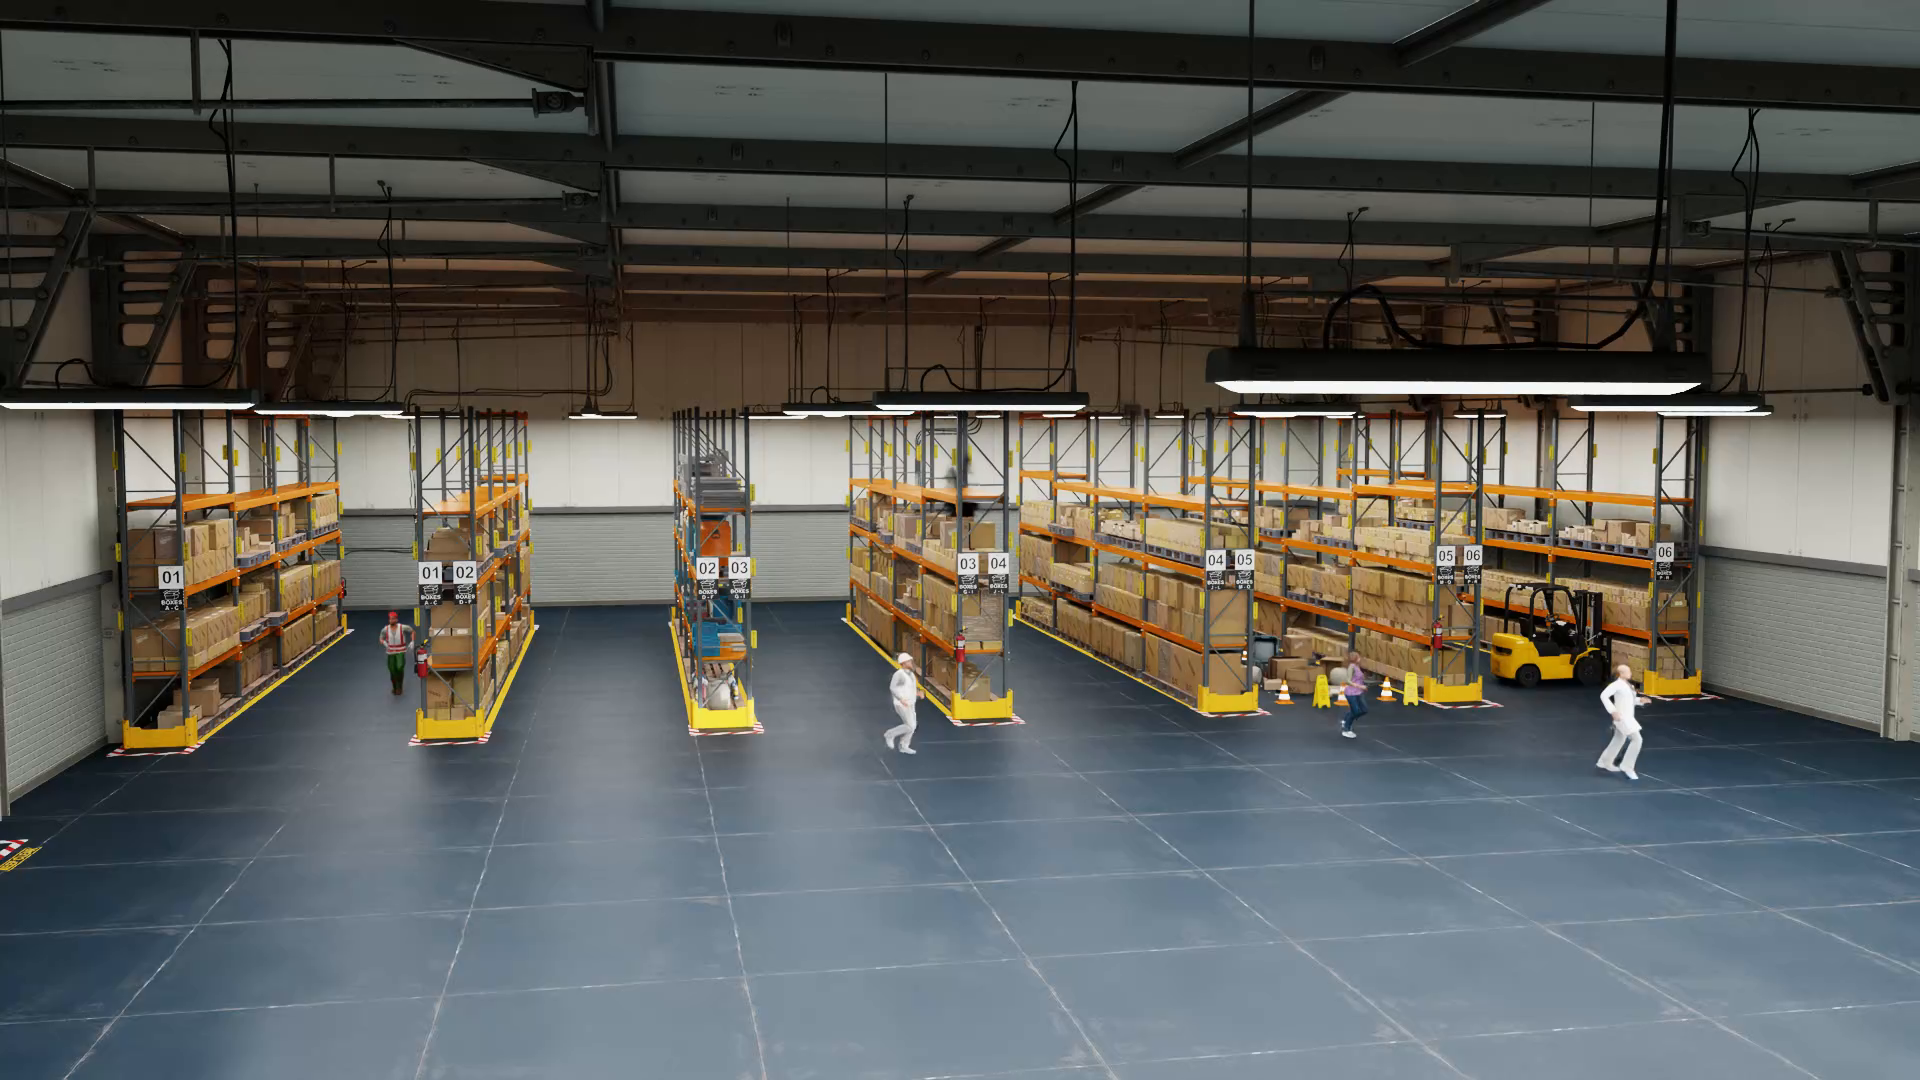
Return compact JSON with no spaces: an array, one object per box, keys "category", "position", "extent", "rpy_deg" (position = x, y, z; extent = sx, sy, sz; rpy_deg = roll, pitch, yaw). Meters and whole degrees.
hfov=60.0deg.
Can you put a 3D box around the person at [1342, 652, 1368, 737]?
[{"category":"person","position":[7.163,2.799,30.122],"extent":[0.519,1.564,0.539],"rpy_deg":[3,5,35]}]

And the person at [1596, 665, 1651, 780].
[{"category":"person","position":[10.700,2.936,26.813],"extent":[0.819,1.845,0.673],"rpy_deg":[2,5,32]}]

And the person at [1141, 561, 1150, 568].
[{"category":"person","position":[5.685,1.275,50.595],"extent":[0.958,1.701,0.589],"rpy_deg":[-1,4,-18]}]

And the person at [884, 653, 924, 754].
[{"category":"person","position":[-0.953,2.818,28.752],"extent":[0.627,1.746,0.656],"rpy_deg":[2,4,22]}]

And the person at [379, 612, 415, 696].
[{"category":"person","position":[-11.724,2.361,34.605],"extent":[0.675,1.748,0.852],"rpy_deg":[0,4,-6]}]
